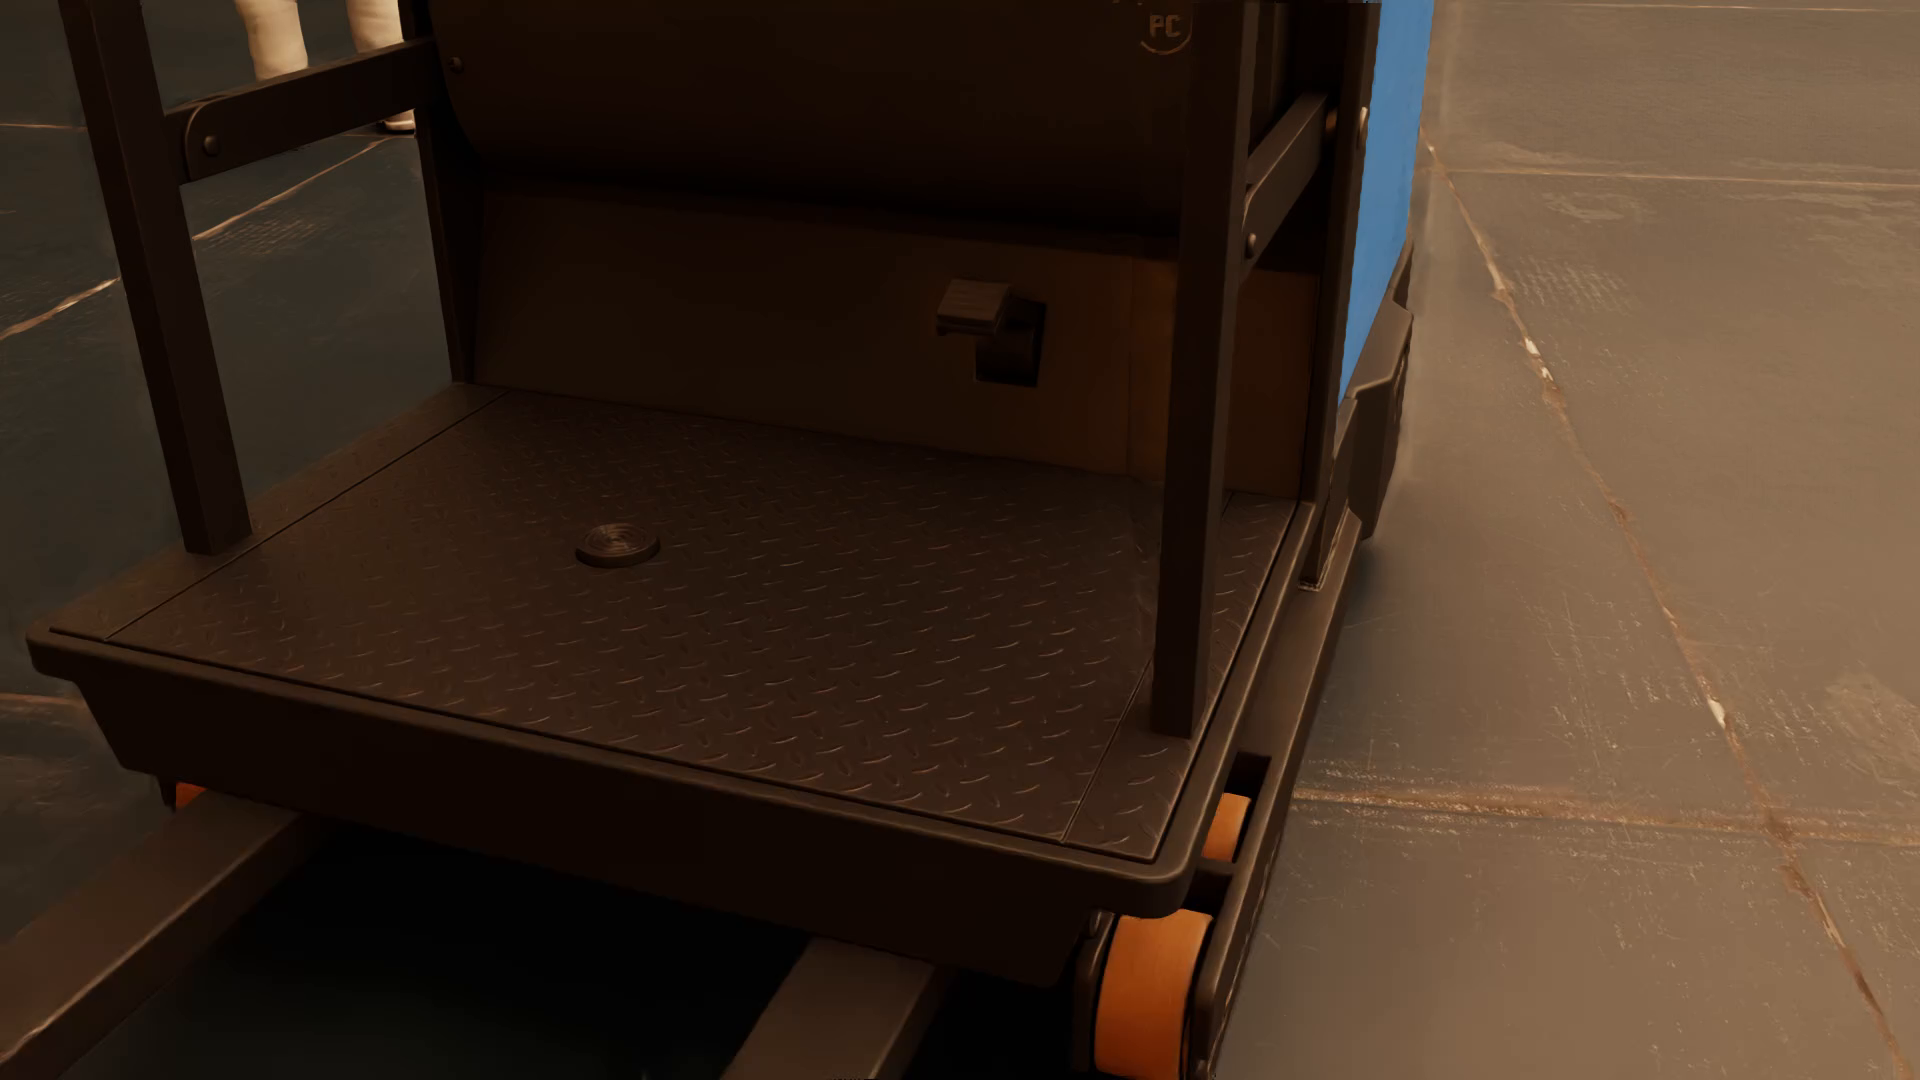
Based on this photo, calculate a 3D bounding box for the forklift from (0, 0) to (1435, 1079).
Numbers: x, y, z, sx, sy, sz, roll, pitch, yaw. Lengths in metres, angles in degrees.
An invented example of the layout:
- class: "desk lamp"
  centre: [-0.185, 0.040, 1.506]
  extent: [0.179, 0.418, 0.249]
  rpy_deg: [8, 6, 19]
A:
- class: "forklift"
  centre: [-0.197, -1.023, 1.268]
  extent: [1.130, 2.935, 3.031]
  rpy_deg: [9, 28, 17]

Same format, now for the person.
- class: "person"
  centre: [-1.830, -1.981, 4.521]
  extent: [0.589, 1.753, 0.454]
  rpy_deg: [-17, 31, -30]
